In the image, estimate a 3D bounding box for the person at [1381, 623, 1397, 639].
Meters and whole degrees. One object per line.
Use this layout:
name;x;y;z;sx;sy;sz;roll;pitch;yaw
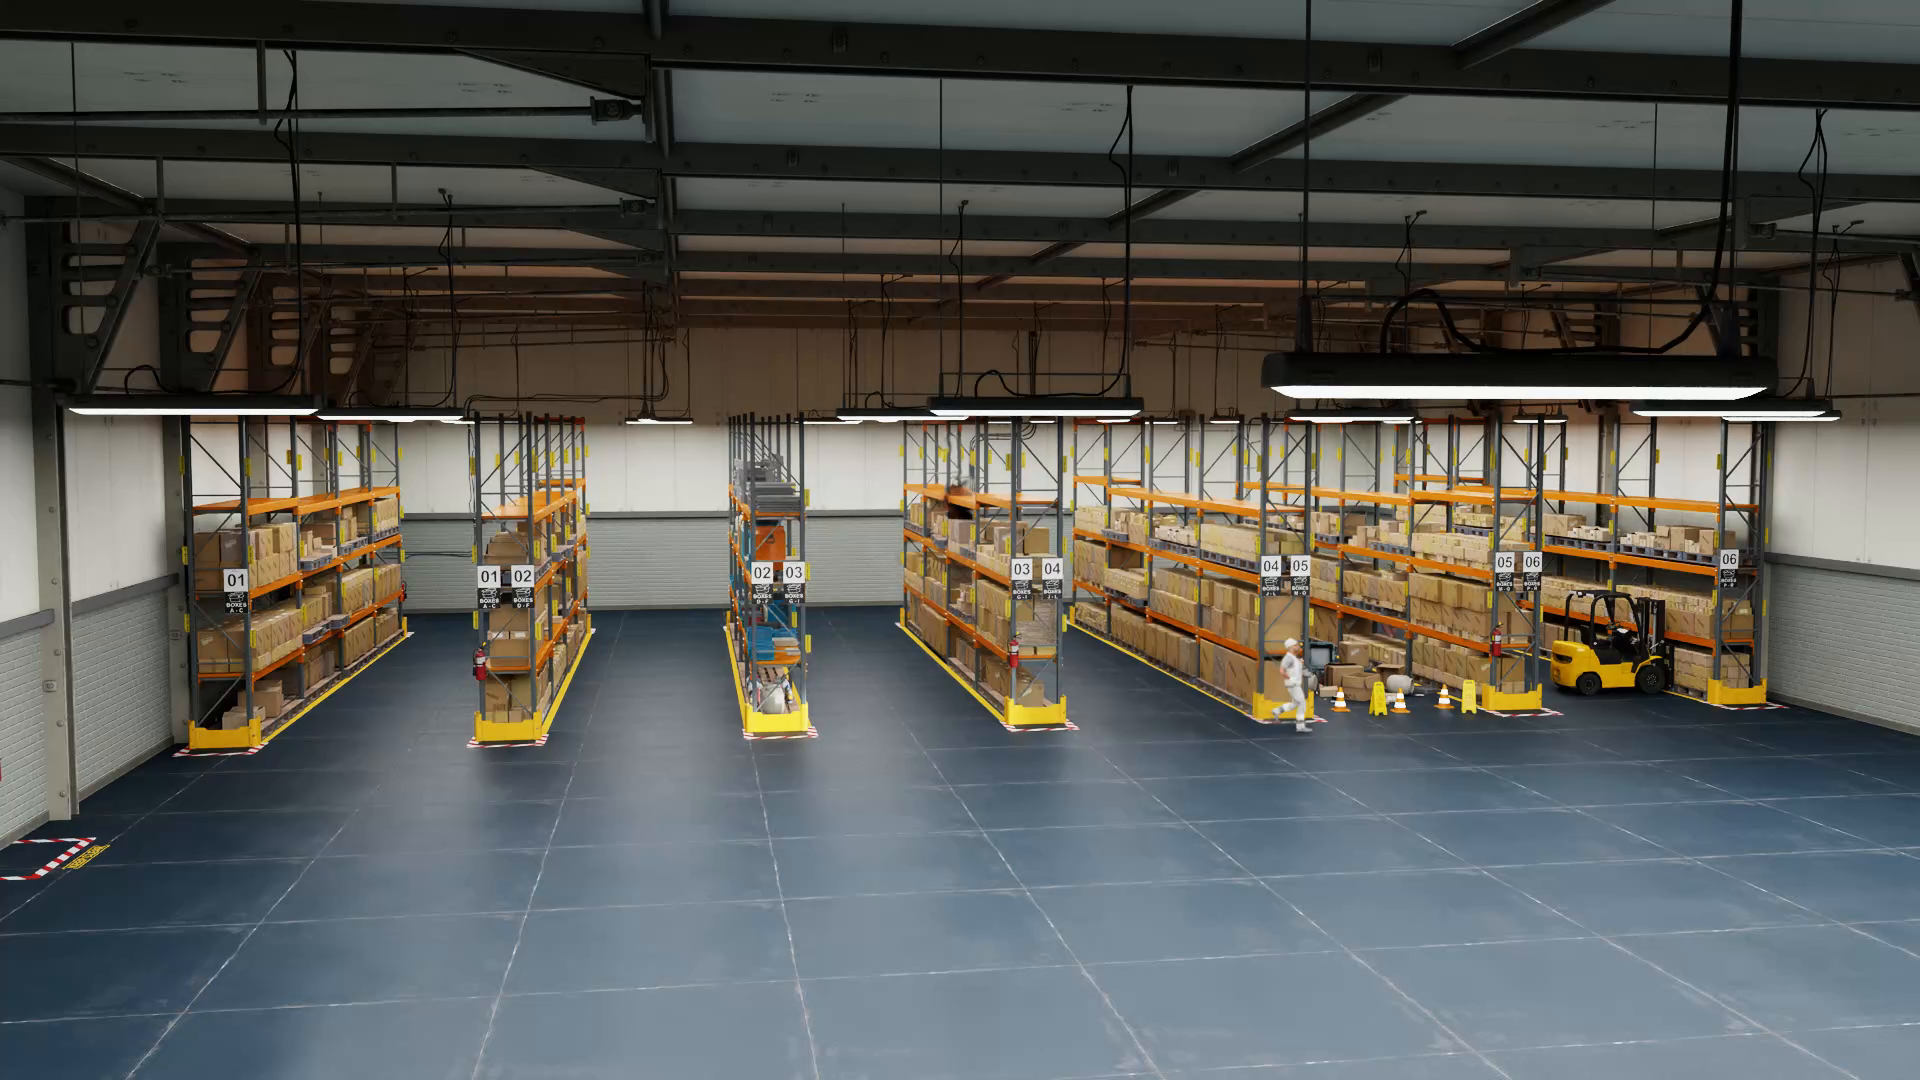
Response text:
person;11.296;2.058;43.590;0.587;1.385;0.599;-1;4;-9

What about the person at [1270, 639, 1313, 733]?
person;6.225;2.725;31.236;0.829;1.754;0.675;2;4;23

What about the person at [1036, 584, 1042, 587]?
person;2.354;1.575;48.797;0.633;1.628;0.936;4;5;44
